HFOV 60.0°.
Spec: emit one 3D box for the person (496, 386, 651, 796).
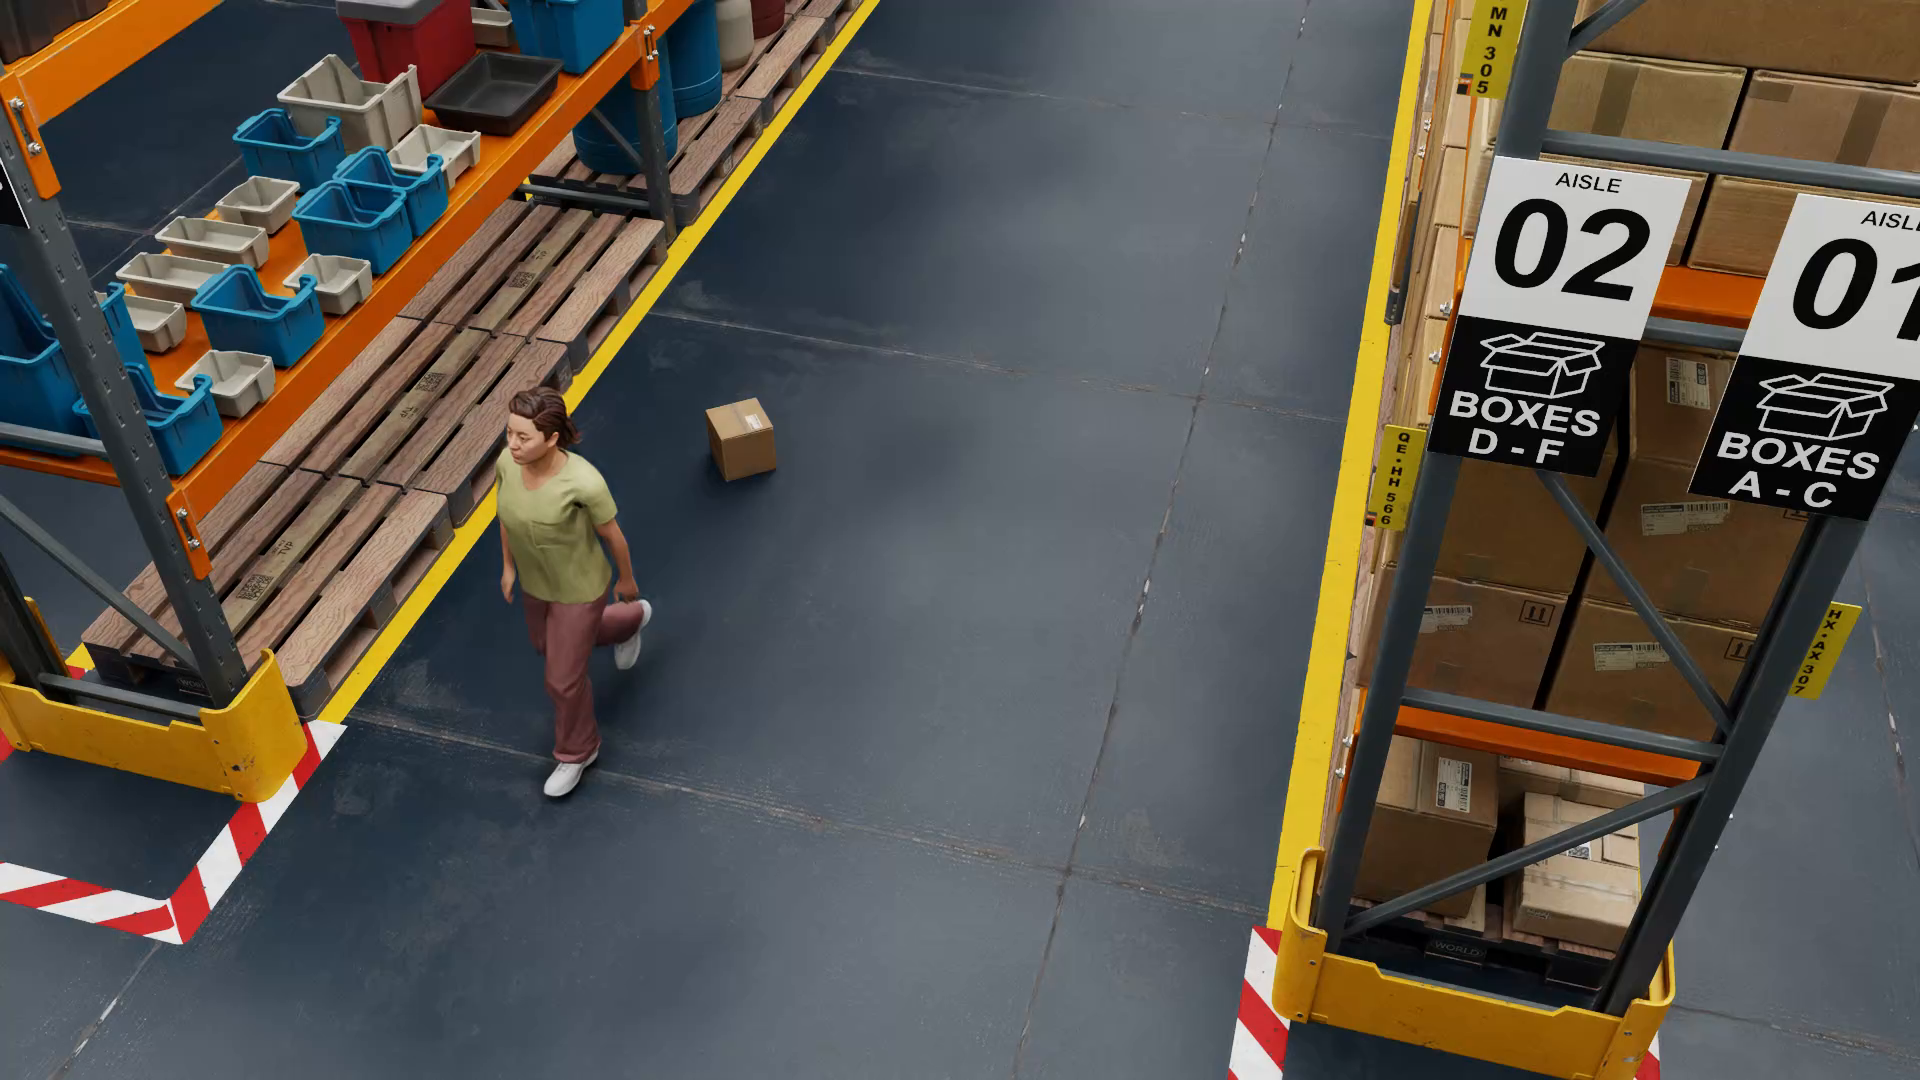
[{"bbox_3d":[-1.408,0.108,6.025,0.464,1.640,0.829,20,45,22],"label":"person"}]
